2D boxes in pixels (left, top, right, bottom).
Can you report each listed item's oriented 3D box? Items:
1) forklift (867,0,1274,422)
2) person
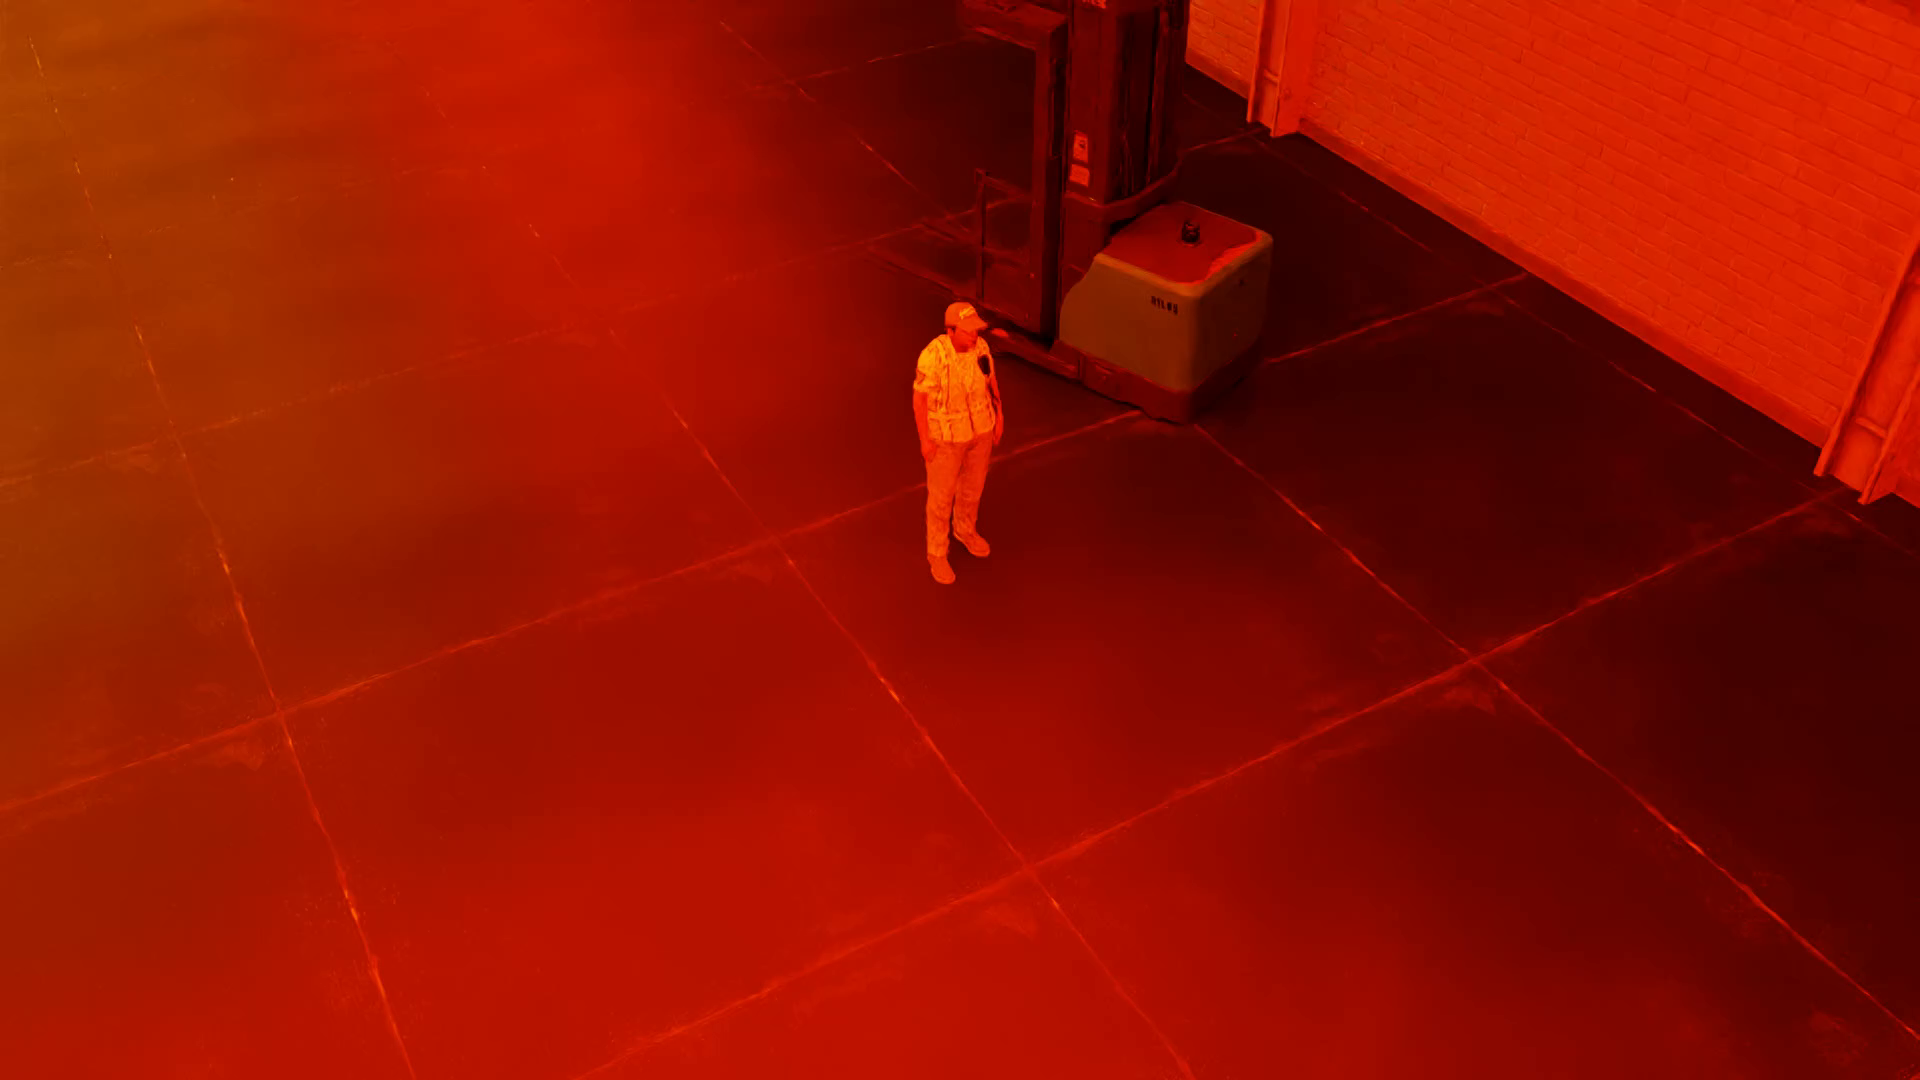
[{"bbox_3d":[0.661,-2.715,11.310,3.031,2.935,1.130,28,47,30],"label":"forklift"},{"bbox_3d":[0.019,-0.598,9.735,0.598,1.669,0.529,-20,44,-23],"label":"person"}]
